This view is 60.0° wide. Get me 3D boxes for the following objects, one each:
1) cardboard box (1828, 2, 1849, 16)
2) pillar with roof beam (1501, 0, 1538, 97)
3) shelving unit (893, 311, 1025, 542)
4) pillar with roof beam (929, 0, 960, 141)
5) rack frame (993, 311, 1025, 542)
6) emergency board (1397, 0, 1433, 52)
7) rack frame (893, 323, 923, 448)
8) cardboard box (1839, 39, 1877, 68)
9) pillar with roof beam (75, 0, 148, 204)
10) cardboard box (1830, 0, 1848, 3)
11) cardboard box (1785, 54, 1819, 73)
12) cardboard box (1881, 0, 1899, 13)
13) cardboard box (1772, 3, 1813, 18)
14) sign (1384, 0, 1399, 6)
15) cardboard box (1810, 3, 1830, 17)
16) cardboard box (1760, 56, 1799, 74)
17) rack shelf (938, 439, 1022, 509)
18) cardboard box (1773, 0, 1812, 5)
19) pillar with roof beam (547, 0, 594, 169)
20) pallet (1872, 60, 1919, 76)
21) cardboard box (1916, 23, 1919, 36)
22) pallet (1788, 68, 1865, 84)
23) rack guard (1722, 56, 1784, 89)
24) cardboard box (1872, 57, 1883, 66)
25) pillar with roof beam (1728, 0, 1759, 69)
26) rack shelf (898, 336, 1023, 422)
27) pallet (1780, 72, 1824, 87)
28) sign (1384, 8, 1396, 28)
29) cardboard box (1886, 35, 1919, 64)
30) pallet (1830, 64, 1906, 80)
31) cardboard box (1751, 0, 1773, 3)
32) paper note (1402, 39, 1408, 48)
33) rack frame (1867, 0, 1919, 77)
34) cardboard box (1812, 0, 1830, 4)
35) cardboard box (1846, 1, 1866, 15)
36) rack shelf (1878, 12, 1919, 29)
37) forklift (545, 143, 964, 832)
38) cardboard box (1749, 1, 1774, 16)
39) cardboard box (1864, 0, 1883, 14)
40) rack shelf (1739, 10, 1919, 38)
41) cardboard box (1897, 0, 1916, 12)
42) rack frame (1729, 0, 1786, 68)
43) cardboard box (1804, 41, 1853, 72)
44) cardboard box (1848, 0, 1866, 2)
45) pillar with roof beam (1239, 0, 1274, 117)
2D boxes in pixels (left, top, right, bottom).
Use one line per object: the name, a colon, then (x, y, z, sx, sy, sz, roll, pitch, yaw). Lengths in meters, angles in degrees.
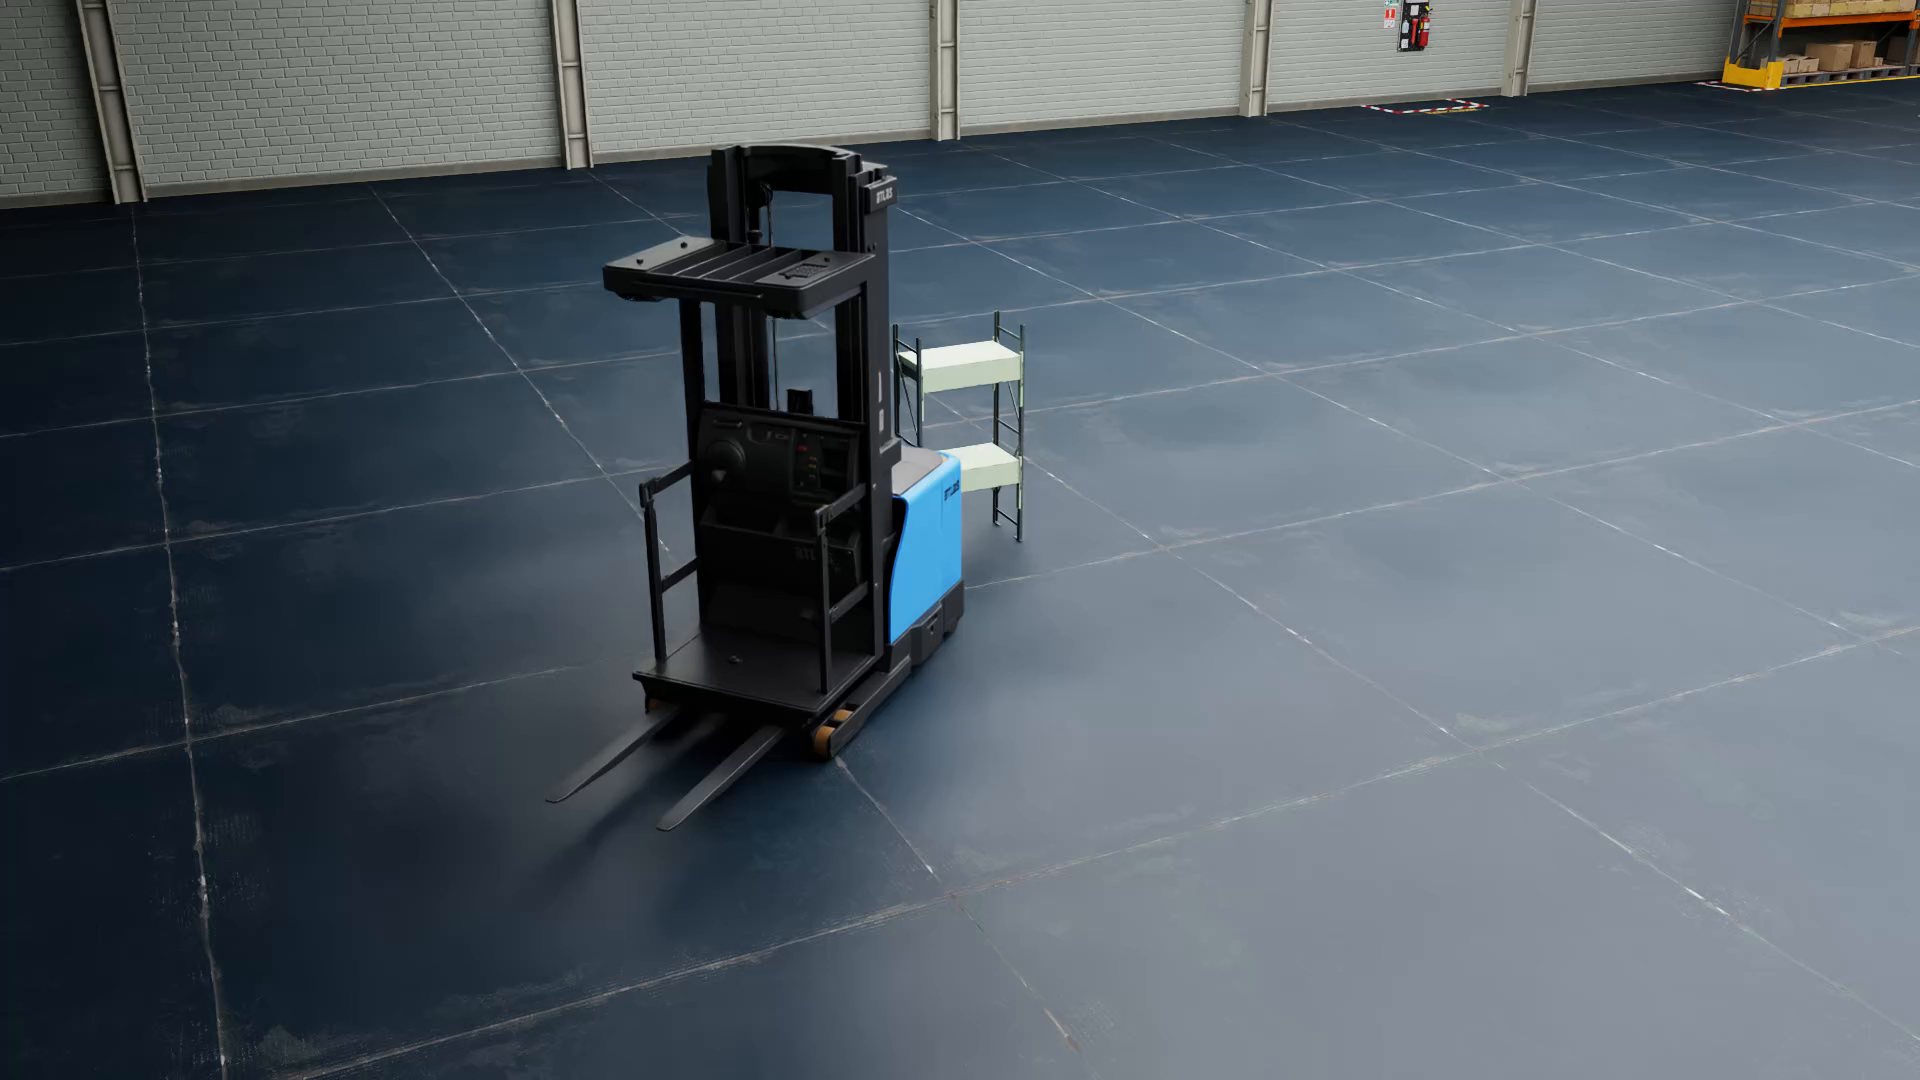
cardboard box: (17.224, -10.555, 32.997, 0.500, 0.250, 0.500, -11, 25, -24)
pillar with roof beam: (12.440, -11.177, 26.487, 0.400, 9.000, 9.100, -10, 25, -24)
shelving unit: (-0.006, -0.692, 10.960, 0.755, 1.500, 0.431, -10, 25, -24)
pillar with roof beam: (1.627, -9.187, 21.678, 0.400, 9.000, 9.100, -10, 25, -24)
rack frame: (0.324, -0.753, 11.107, 0.023, 1.500, 0.400, -10, 25, -24)
emergency board: (8.329, -9.492, 30.260, 0.643, 1.169, 0.194, -10, 25, -24)
rack frame: (-0.336, -0.631, 10.814, 0.023, 1.500, 0.400, -10, 25, -24)
cardboard box: (18.410, -9.996, 34.170, 0.500, 0.500, 0.500, -12, 26, -28)
pillar with roof beam: (-9.186, -7.196, 16.869, 0.400, 9.000, 9.100, -10, 25, -24)
cardboard box: (17.202, -10.894, 32.836, 0.500, 0.500, 0.500, -11, 25, -25)
cardboard box: (16.899, -9.609, 33.483, 0.500, 0.311, 0.500, -8, 24, -19)
cardboard box: (18.580, -10.811, 33.615, 0.500, 0.250, 0.500, -10, 25, -23)
cardboard box: (16.301, -10.382, 32.578, 0.500, 0.250, 0.500, -11, 25, -25)
sign: (7.794, -9.695, 30.010, 0.331, 0.109, 0.001, -10, 25, -24)
cardboard box: (16.762, -10.473, 32.798, 0.500, 0.250, 0.500, -11, 25, -25)
cardboard box: (16.386, -9.515, 33.254, 0.500, 0.311, 0.500, -14, 26, -30)
rack shelf: (-0.006, -0.391, 11.085, 0.720, 0.370, 0.431, -10, 25, -24)
cardboard box: (16.284, -10.732, 32.445, 0.500, 0.500, 0.500, -10, 25, -24)
pillar with roof beam: (-3.779, -8.192, 19.274, 0.400, 9.000, 9.100, -10, 25, -24)
pallet: (20.028, -9.975, 35.071, 1.213, 0.211, 1.003, -10, 25, -24)
cardboard box: (20.379, -10.731, 34.964, 0.500, 0.250, 0.500, -11, 25, -25)
pallet: (17.637, -9.518, 33.967, 1.213, 0.211, 1.003, -10, 25, -24)
rack guard: (15.792, -9.328, 33.131, 0.348, 0.500, 1.175, -10, 25, -24)
cardboard box: (18.858, -9.929, 34.443, 0.250, 0.166, 0.380, -14, 26, -30)
pillar with roof beam: (17.846, -12.173, 28.891, 0.400, 9.000, 9.100, -10, 25, -24)
rack shelf: (-0.006, -1.052, 10.811, 0.720, 0.370, 0.431, -10, 25, -24)
pallet: (16.539, -9.317, 33.482, 1.213, 0.211, 1.003, -10, 25, -24)
sign: (7.786, -9.453, 30.117, 0.234, 0.329, 0.001, -10, 25, -24)
cardboard box: (19.984, -10.310, 34.928, 0.500, 0.500, 0.700, -10, 24, -22)
pallet: (18.738, -9.722, 34.460, 1.213, 0.211, 1.003, -10, 25, -24)
cardboard box: (16.056, -10.908, 32.869, 0.500, 0.500, 0.500, -11, 25, -24)
paper note: (8.140, -9.080, 30.415, 0.142, 0.148, 0.016, -10, 25, -24)
rack frame: (19.327, -11.134, 34.225, 0.127, 3.000, 1.000, -10, 25, -24)
cardboard box: (16.733, -10.811, 32.634, 0.500, 0.500, 0.500, -10, 25, -23)
cardboard box: (17.680, -10.638, 33.198, 0.500, 0.250, 0.500, -10, 25, -23)
rack shelf: (21.130, -11.133, 35.164, 4.000, 0.370, 1.077, -10, 25, -24)
forklift: (-1.027, -0.418, 8.427, 1.130, 2.935, 3.031, 9, 24, 22)
cardboard box: (16.060, -10.554, 32.996, 0.500, 0.250, 0.500, -10, 25, -23)
cardboard box: (18.133, -10.722, 33.400, 0.500, 0.250, 0.500, -11, 25, -24)
rack shelf: (17.525, -10.470, 33.561, 4.000, 0.370, 1.077, -10, 25, -24)
cardboard box: (19.032, -10.891, 33.808, 0.500, 0.250, 0.500, -10, 25, -23)
rack frame: (15.723, -10.470, 32.622, 0.127, 3.000, 1.000, -10, 25, -24)
cardboard box: (17.582, -9.801, 33.699, 0.500, 0.500, 0.700, -12, 25, -27)
cardboard box: (17.662, -10.984, 33.053, 0.500, 0.500, 0.500, -10, 24, -22)
pillar with roof beam: (7.033, -10.182, 24.082, 0.400, 9.000, 9.100, -10, 25, -24)
